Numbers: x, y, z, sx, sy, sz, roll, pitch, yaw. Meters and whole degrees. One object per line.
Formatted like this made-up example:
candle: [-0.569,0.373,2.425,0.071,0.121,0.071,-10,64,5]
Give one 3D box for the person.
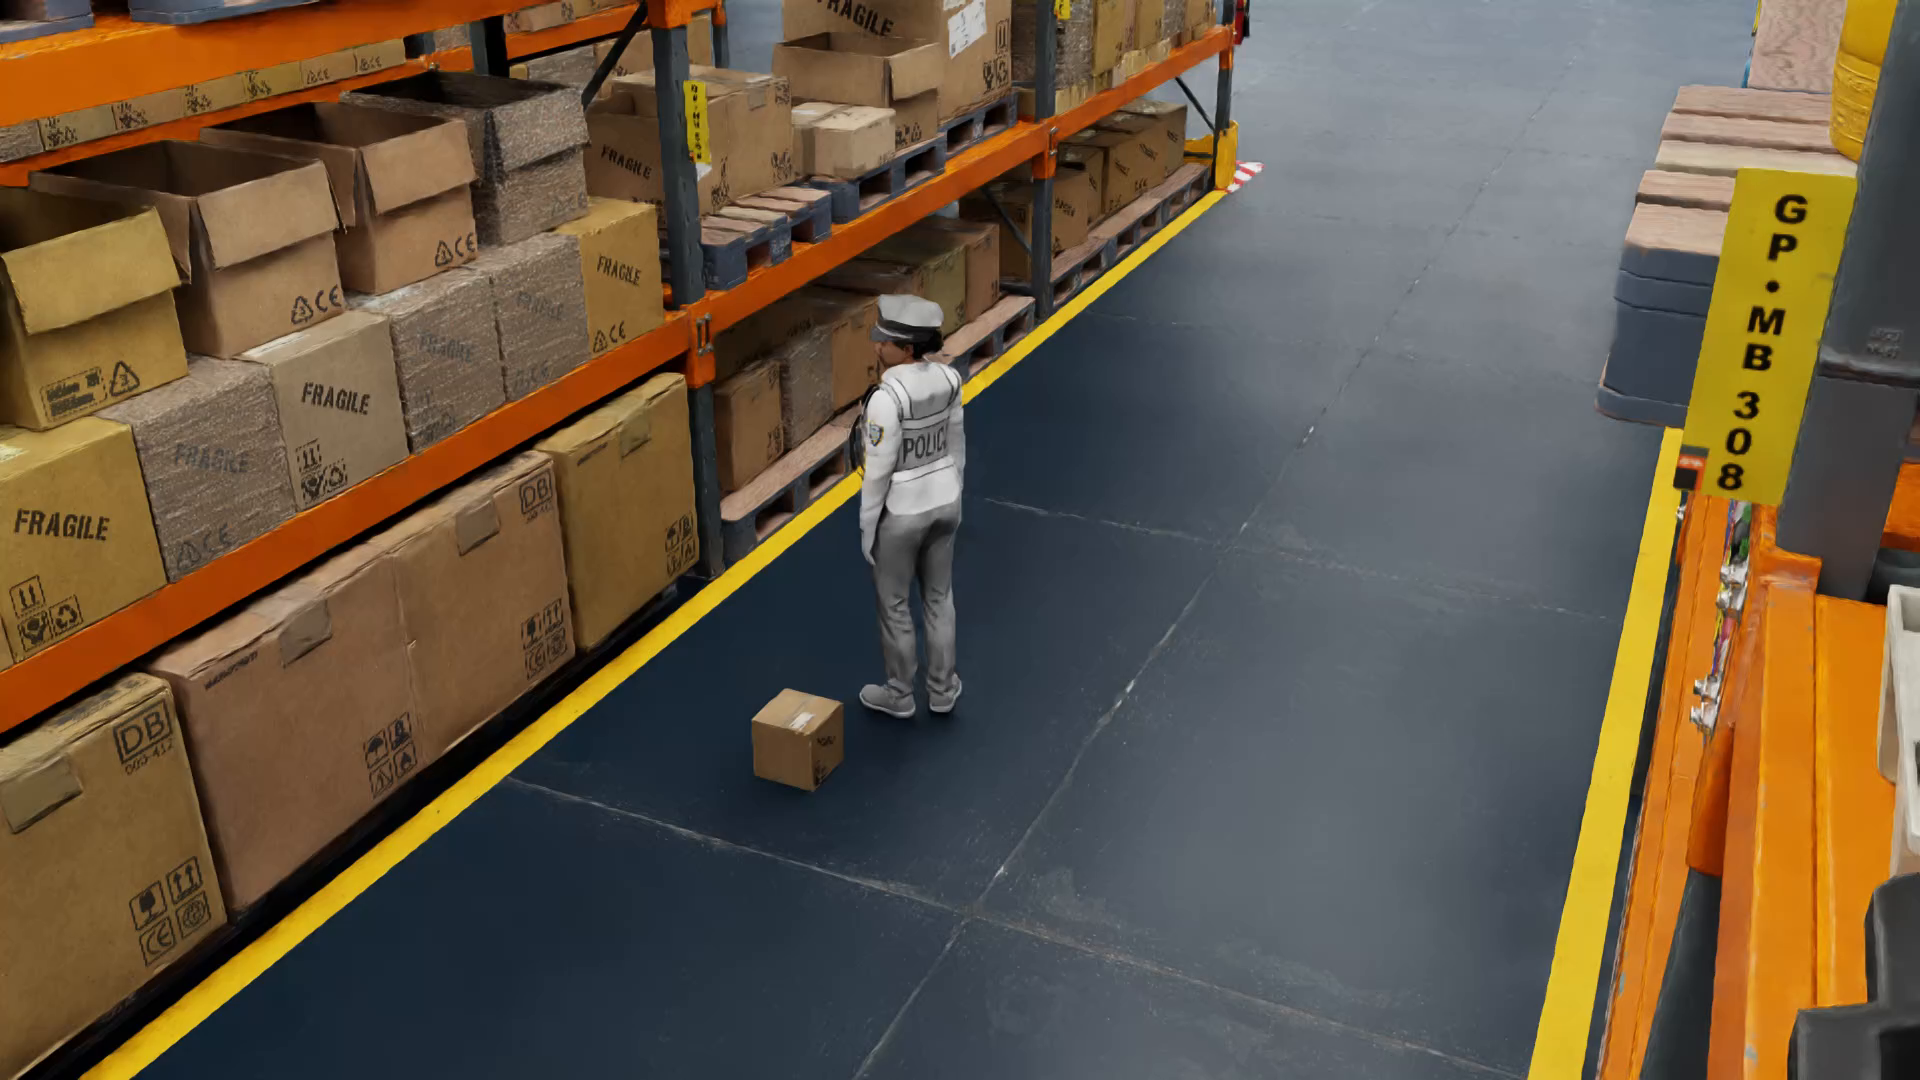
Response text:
person: [-0.189,-0.106,6.268,0.528,1.681,0.365,-22,34,-38]
